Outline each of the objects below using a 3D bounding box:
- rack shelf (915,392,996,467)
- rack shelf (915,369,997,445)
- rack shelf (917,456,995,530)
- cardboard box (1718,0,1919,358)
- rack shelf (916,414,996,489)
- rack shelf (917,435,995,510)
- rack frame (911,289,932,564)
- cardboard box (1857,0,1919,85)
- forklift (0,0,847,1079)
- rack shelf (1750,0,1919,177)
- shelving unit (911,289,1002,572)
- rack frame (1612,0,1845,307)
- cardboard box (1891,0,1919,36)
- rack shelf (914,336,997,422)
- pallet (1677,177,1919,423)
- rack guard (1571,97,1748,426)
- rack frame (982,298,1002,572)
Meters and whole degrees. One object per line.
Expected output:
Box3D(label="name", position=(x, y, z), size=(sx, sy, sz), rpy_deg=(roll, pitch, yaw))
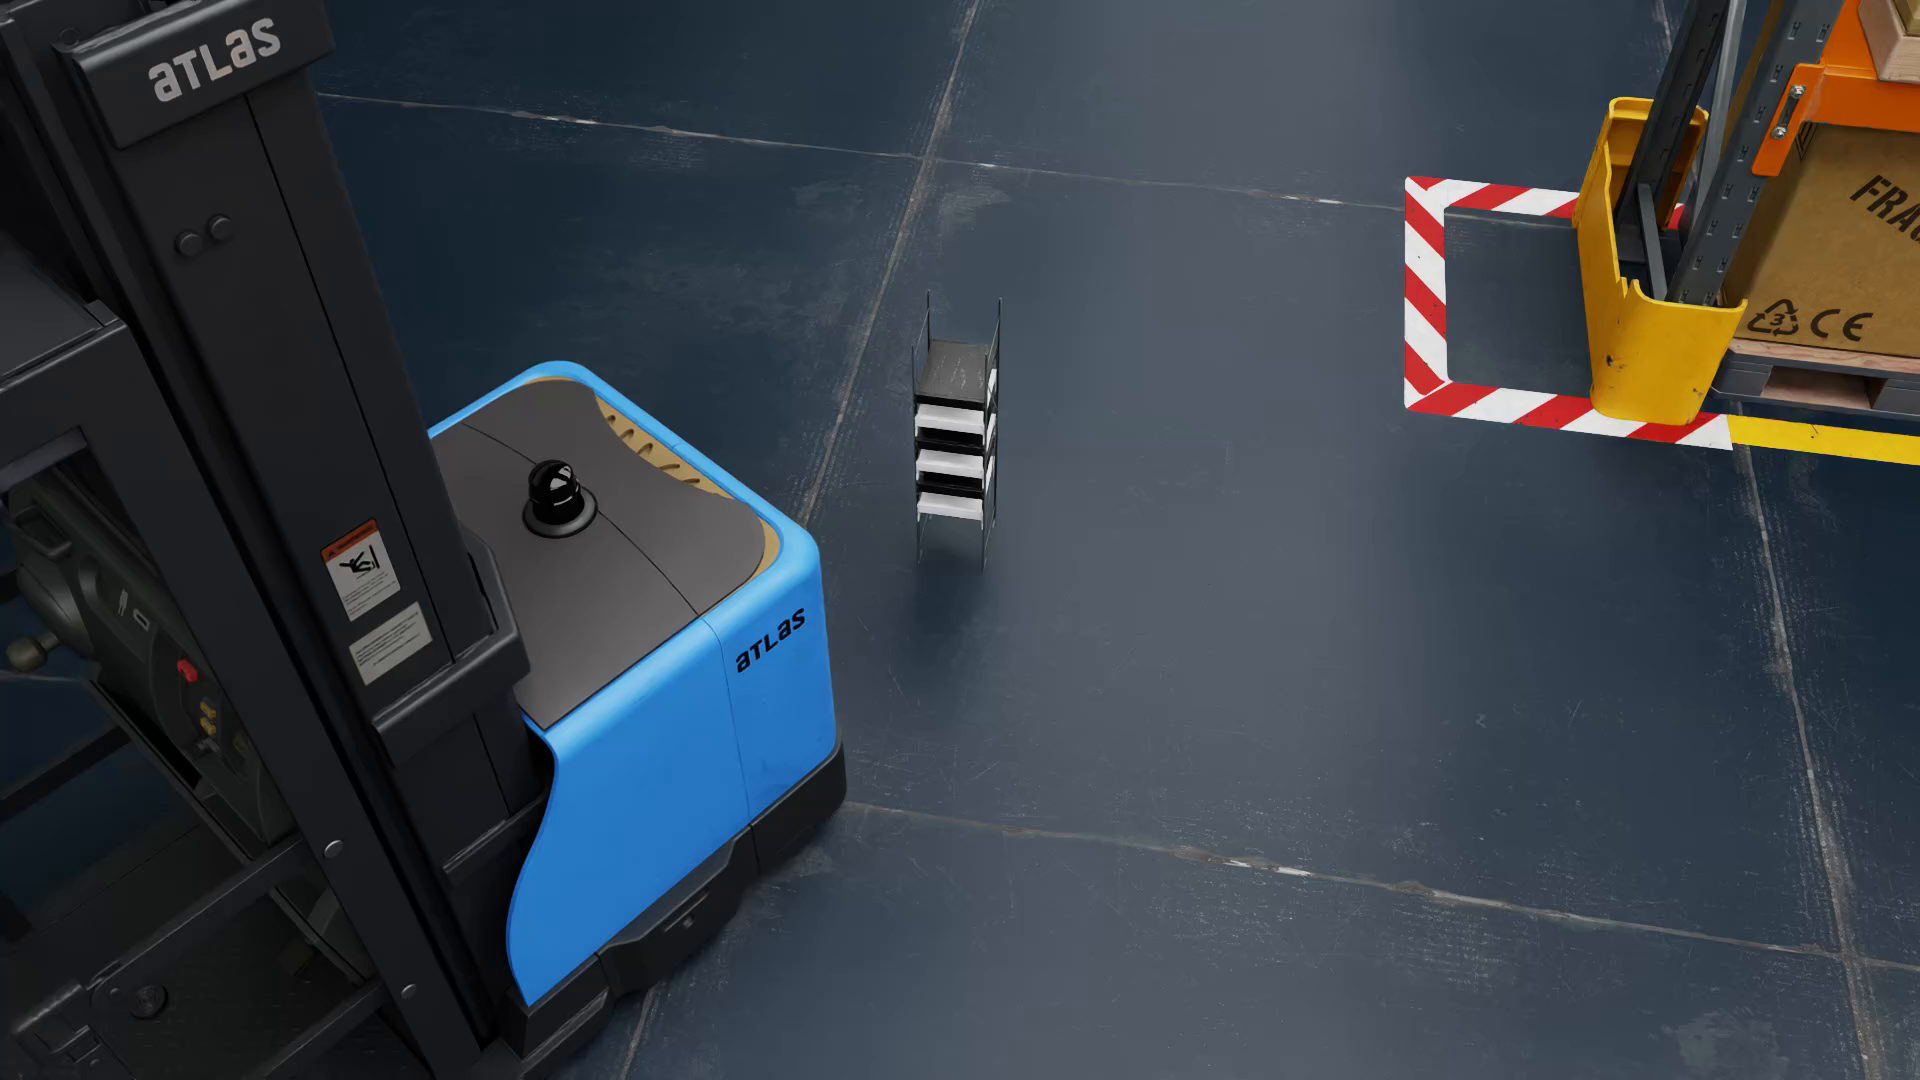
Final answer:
Box3D(label="rack shelf", position=(-0.008, -0.340, 4.874), size=(0.200, 0.077, 0.258), rpy_deg=(8, 49, 7))
Box3D(label="rack shelf", position=(-0.008, -0.400, 4.807), size=(0.200, 0.077, 0.258), rpy_deg=(8, 49, 7))
Box3D(label="rack shelf", position=(-0.008, -0.159, 5.075), size=(0.200, 0.077, 0.258), rpy_deg=(8, 49, 7))
Box3D(label="cardboard box", position=(3.082, -1.230, 5.484), size=(0.875, 0.875, 0.875), rpy_deg=(8, 49, 7))
Box3D(label="rack shelf", position=(-0.008, -0.280, 4.941), size=(0.200, 0.077, 0.258), rpy_deg=(8, 49, 7))
Box3D(label="rack shelf", position=(-0.008, -0.219, 5.008), size=(0.200, 0.077, 0.258), rpy_deg=(8, 49, 7))
Box3D(label="rack frame", position=(-0.108, -0.315, 4.928), size=(0.006, 0.900, 0.240), rpy_deg=(8, 49, 7))
Box3D(label="cardboard box", position=(2.728, -1.453, 4.708), size=(0.250, 0.149, 0.380), rpy_deg=(8, 49, 7))
Box3D(label="forklift", position=(-1.684, 0.298, 3.012), size=(1.130, 2.935, 3.031), rpy_deg=(35, 57, 27))
Box3D(label="rack shelf", position=(4.406, -1.320, 4.904), size=(4.000, 0.370, 1.077), rpy_deg=(8, 49, 7))
Box3D(label="shelving unit", position=(-0.008, -0.302, 4.916), size=(0.210, 0.900, 0.258), rpy_deg=(8, 49, 7))
Box3D(label="rack frame", position=(2.438, -1.826, 4.874), size=(0.127, 3.000, 1.000), rpy_deg=(8, 49, 7))
Box3D(label="cardboard box", position=(2.862, -1.614, 4.584), size=(0.500, 0.250, 0.500), rpy_deg=(7, 48, 6))
Box3D(label="rack shelf", position=(-0.008, -0.460, 4.740), size=(0.200, 0.077, 0.258), rpy_deg=(8, 49, 7))
Box3D(label="pallet", position=(3.238, -0.845, 5.867), size=(1.213, 0.211, 1.003), rpy_deg=(8, 49, 7))
Box3D(label="rack guard", position=(2.414, -0.993, 5.806), size=(0.348, 0.500, 1.175), rpy_deg=(8, 49, 7))
Box3D(label="rack frame", position=(0.092, -0.288, 4.904), size=(0.006, 0.900, 0.240), rpy_deg=(8, 49, 7))
